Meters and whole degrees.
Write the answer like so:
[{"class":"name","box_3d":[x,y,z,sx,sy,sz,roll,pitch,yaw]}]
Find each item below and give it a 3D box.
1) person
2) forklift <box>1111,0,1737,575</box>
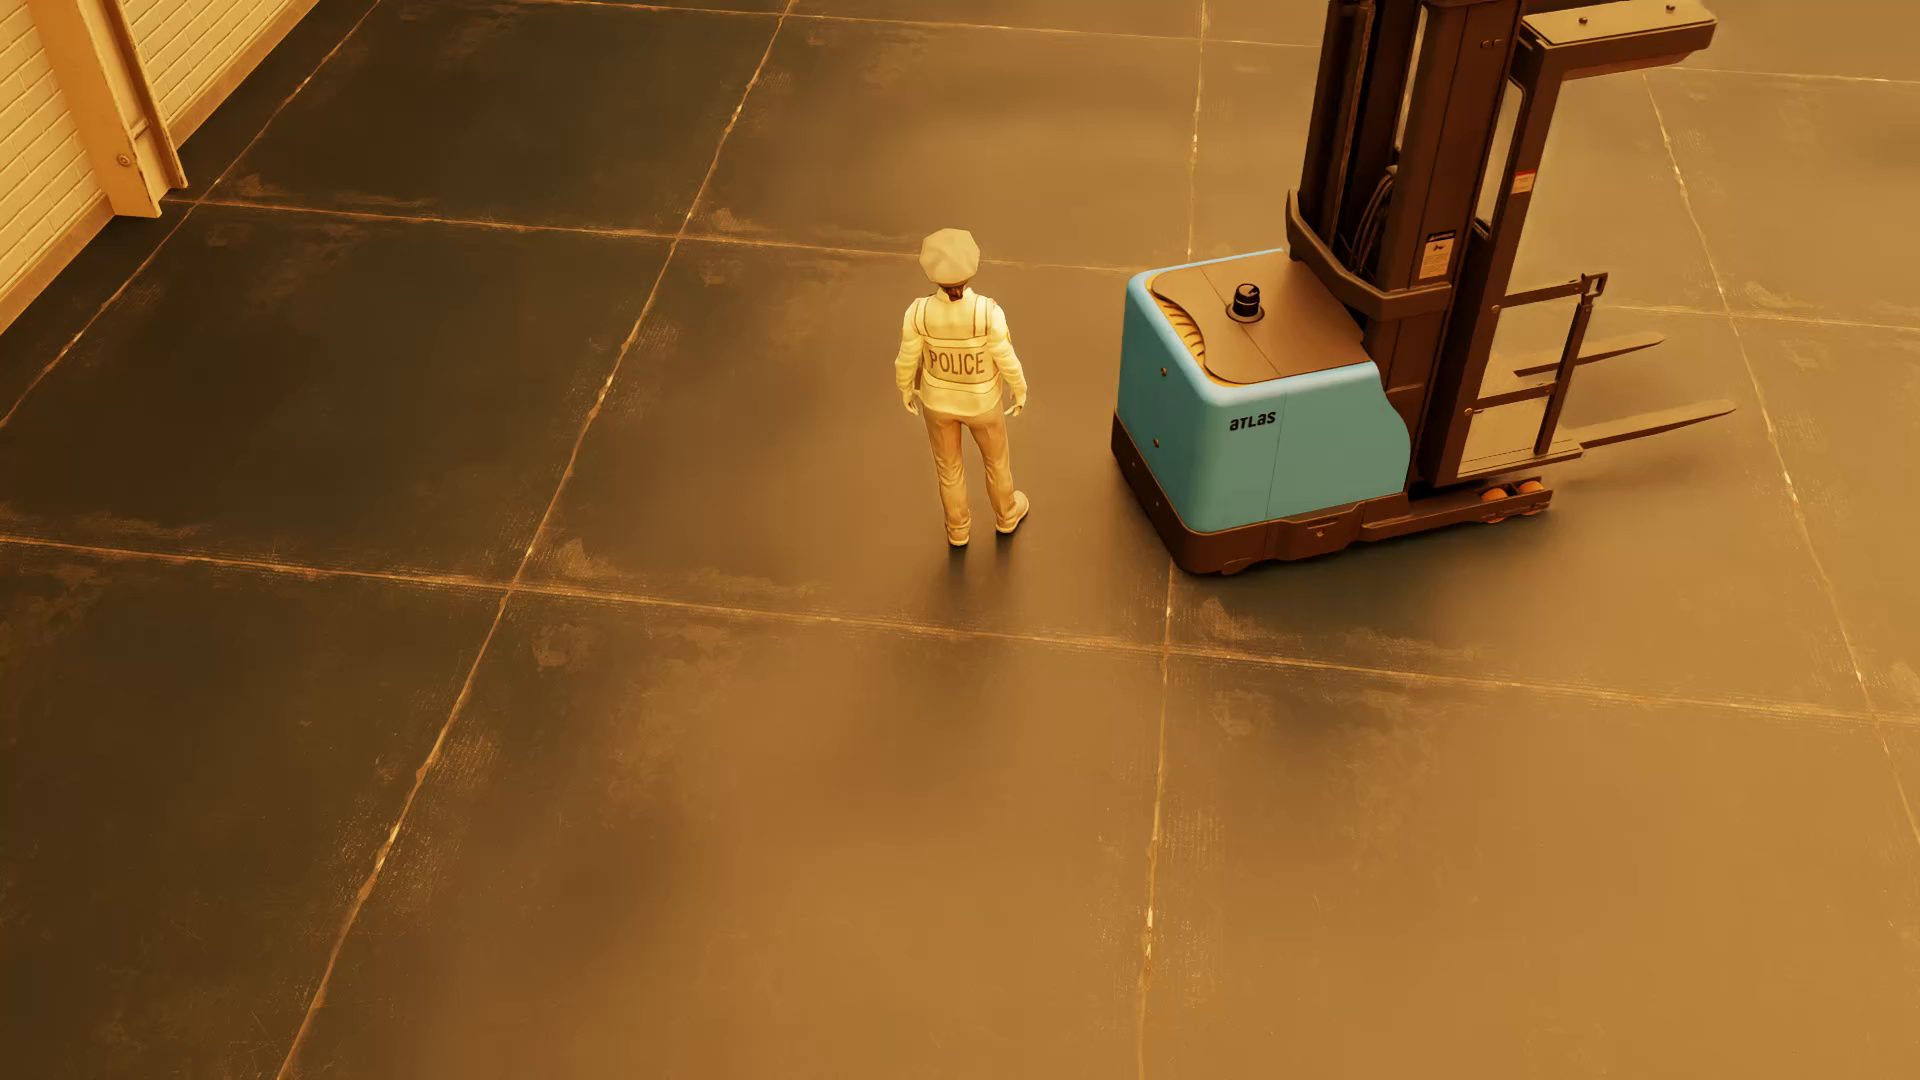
[{"class":"person","box_3d":[0.015,-0.674,7.362,0.588,1.695,0.531,5,43,6]},{"class":"forklift","box_3d":[2.327,-1.492,7.349,3.031,2.935,1.130,-12,44,-12]}]
